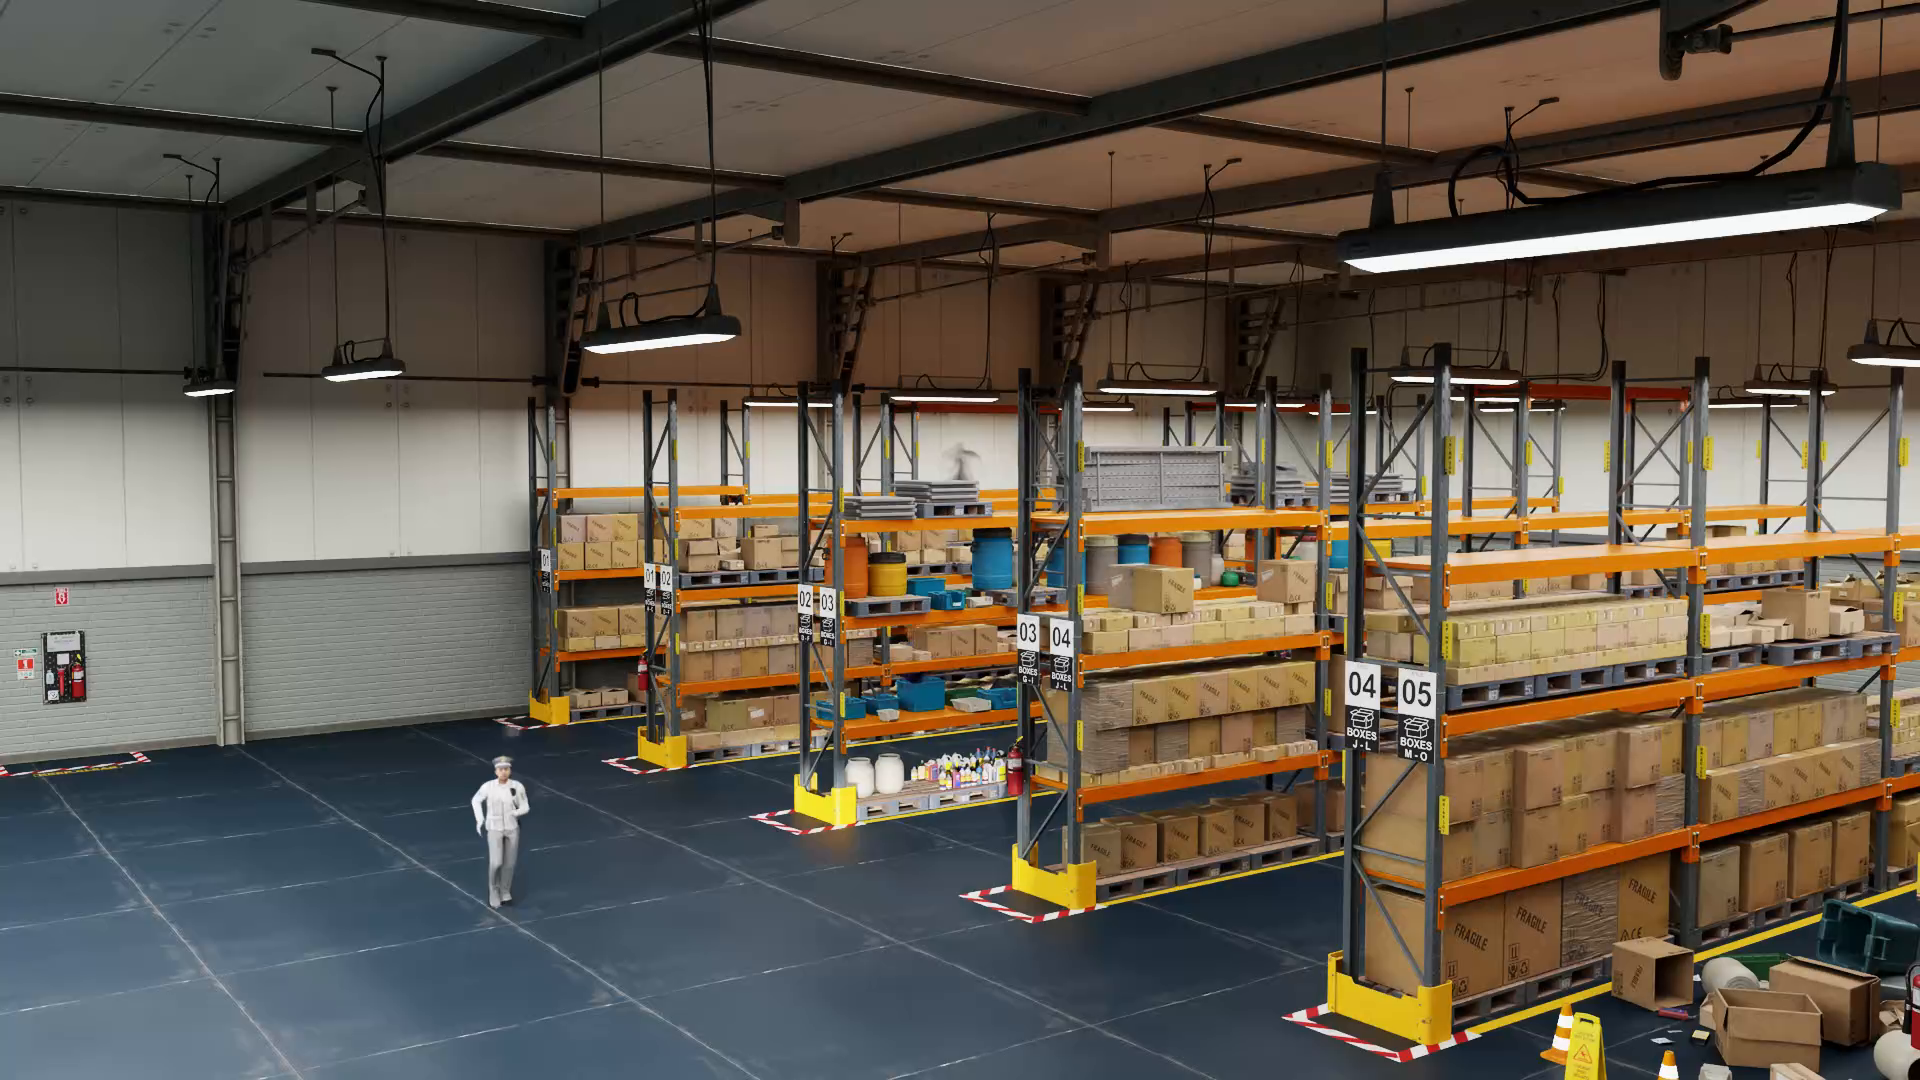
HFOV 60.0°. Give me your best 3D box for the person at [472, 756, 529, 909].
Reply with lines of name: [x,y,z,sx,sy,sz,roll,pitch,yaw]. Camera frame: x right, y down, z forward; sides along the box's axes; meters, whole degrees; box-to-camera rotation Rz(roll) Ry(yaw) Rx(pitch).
person: [-5.064,3.230,18.405,0.582,1.690,0.658,-1,4,-22]

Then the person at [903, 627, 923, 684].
person: [-0.897,2.478,32.039,0.571,1.606,0.640,-3,4,-37]

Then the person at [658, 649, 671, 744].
person: [-4.921,2.647,28.781,0.918,1.664,0.589,-3,5,-43]
